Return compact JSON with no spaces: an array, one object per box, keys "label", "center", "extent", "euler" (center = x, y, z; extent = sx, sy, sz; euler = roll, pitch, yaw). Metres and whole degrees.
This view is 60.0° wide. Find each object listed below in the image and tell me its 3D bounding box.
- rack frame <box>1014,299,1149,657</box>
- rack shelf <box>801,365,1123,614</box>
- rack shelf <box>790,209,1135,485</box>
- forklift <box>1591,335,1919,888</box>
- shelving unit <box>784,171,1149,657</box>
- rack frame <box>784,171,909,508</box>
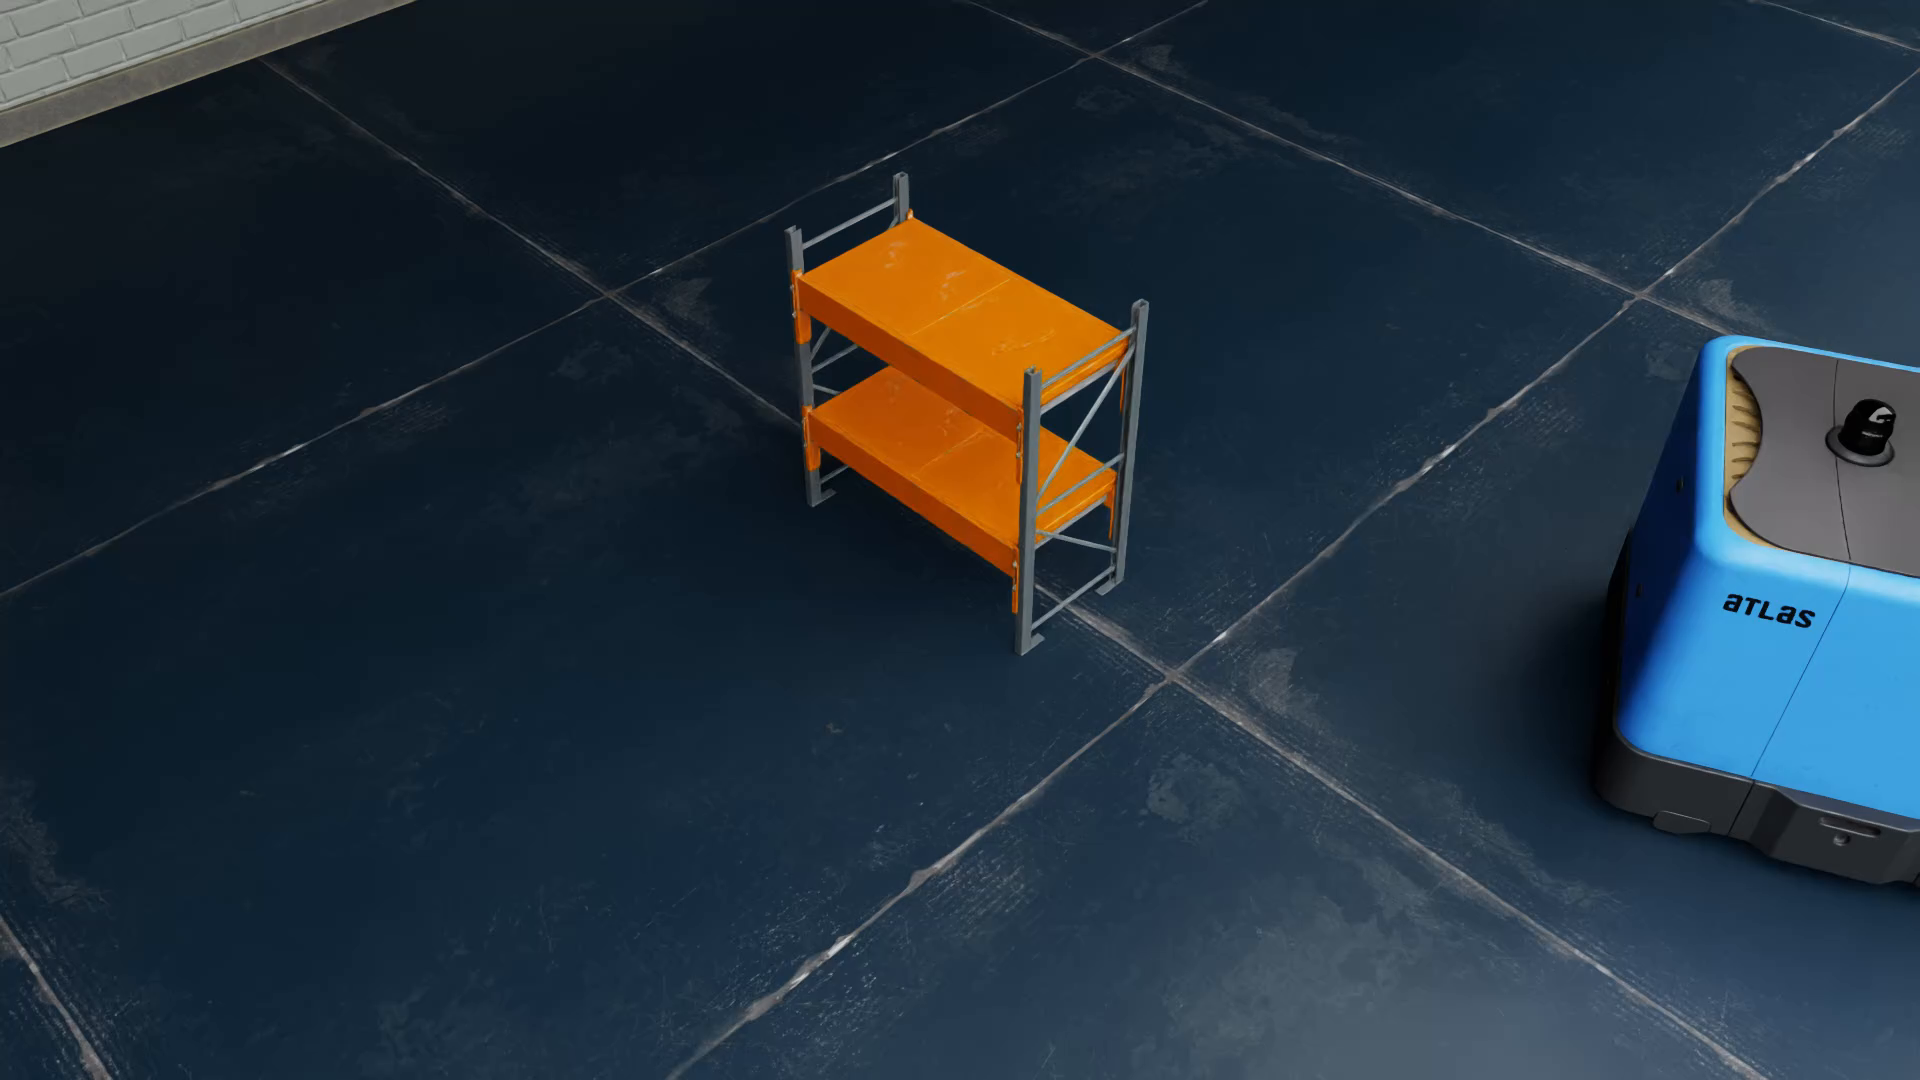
[{"label":"rack frame","center":[0.364,-0.166,5.100],"extent":[0.500,1.125,0.032],"euler":[-34,53,-31]},{"label":"rack shelf","center":[0.005,-0.230,5.531],"extent":[0.538,0.278,1.000],"euler":[-34,53,-31]},{"label":"rack shelf","center":[0.005,-0.625,5.166],"extent":[0.538,0.278,1.000],"euler":[-34,53,-31]},{"label":"forklift","center":[3.426,-0.261,3.873],"extent":[3.031,2.935,1.130],"euler":[13,44,14]},{"label":"shelving unit","center":[0.005,-0.410,5.365],"extent":[0.538,1.125,1.048],"euler":[-34,53,-31]},{"label":"rack frame","center":[-0.354,-0.654,5.629],"extent":[0.500,1.125,0.032],"euler":[-34,53,-31]}]
